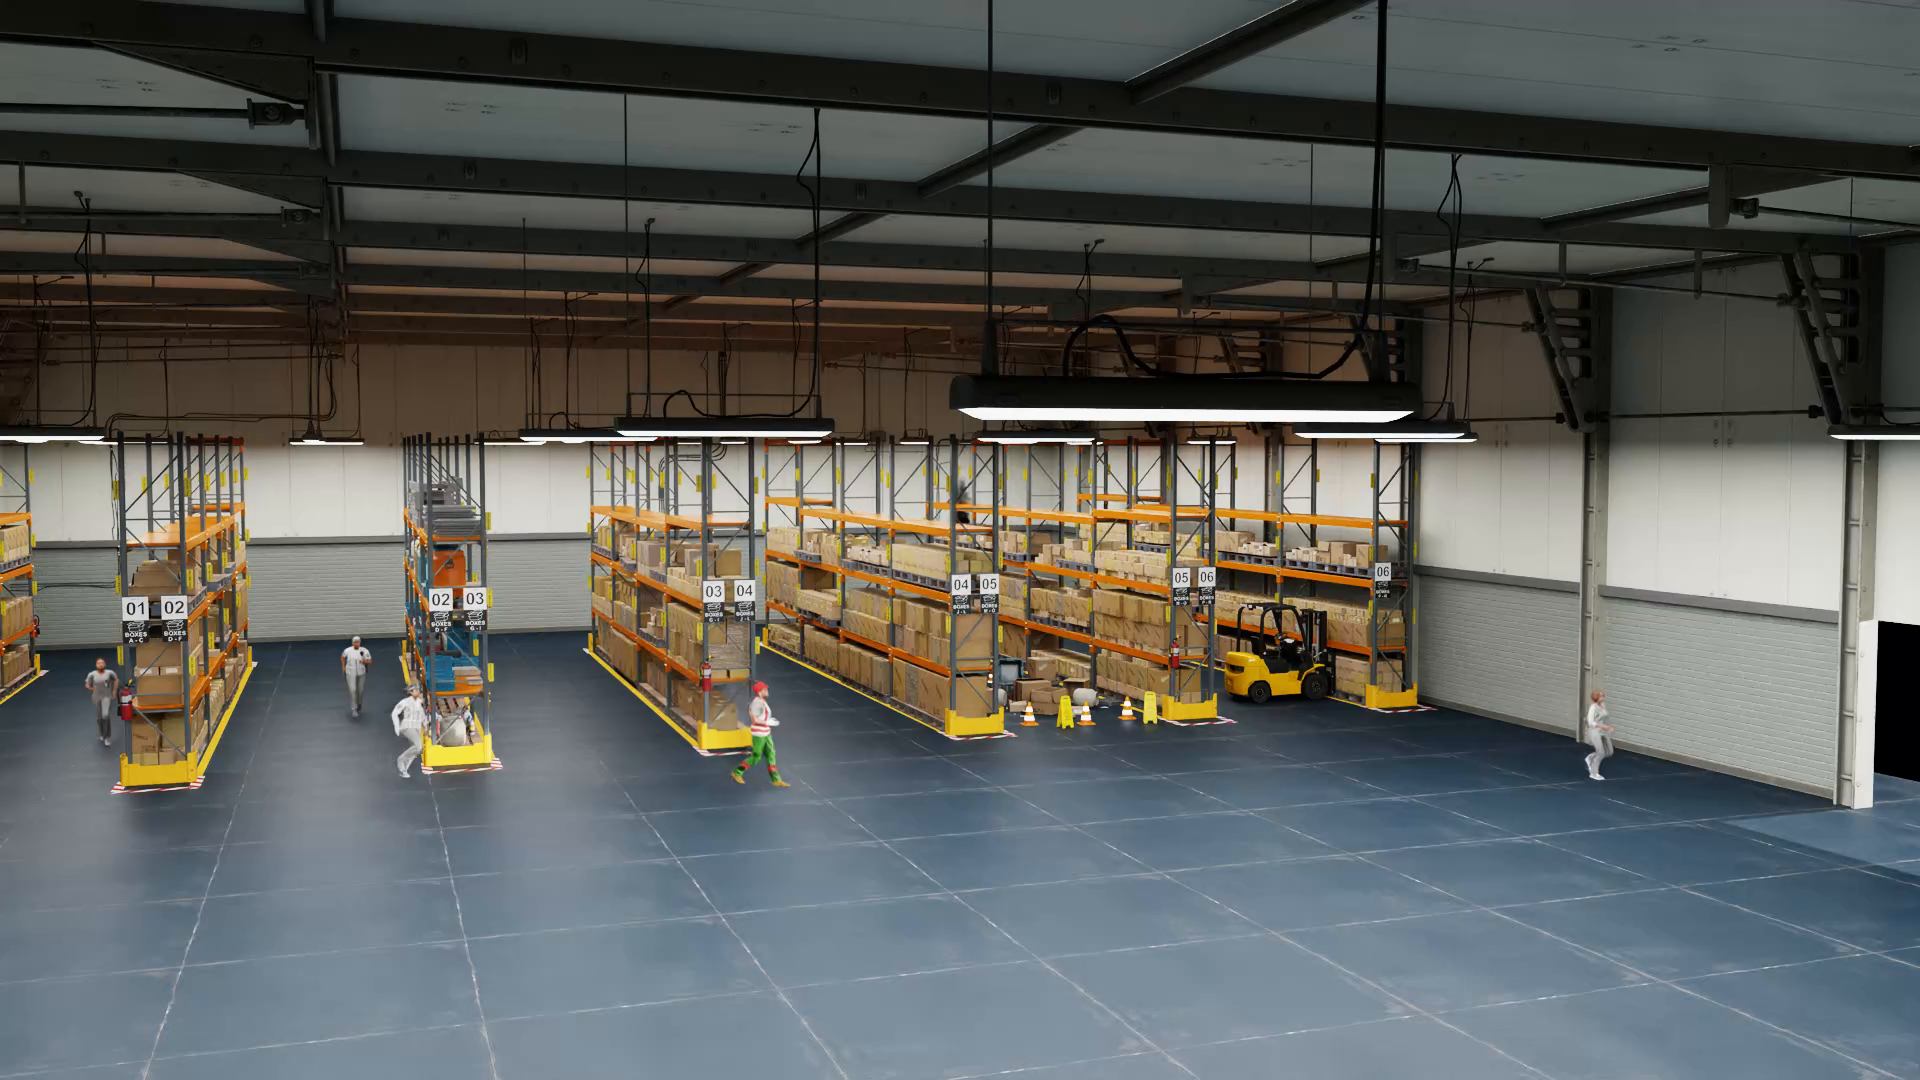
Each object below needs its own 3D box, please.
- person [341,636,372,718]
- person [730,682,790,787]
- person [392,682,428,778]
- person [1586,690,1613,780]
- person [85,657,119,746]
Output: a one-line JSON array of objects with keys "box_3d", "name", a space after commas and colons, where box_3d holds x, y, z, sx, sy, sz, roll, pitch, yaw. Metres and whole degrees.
[{"box_3d": [-12.930, 2.906, 35.649, 0.580, 1.711, 0.855, -2, 4, -26], "name": "person"}, {"box_3d": [-3.350, 3.265, 27.842, 1.008, 1.778, 0.648, 0, 3, 6], "name": "person"}, {"box_3d": [-9.502, 3.299, 28.995, 0.528, 1.622, 0.633, 2, 4, 28], "name": "person"}, {"box_3d": [11.003, 3.358, 28.640, 0.555, 1.554, 0.563, -2, 4, -36], "name": "person"}, {"box_3d": [-16.590, 3.118, 32.144, 0.550, 1.716, 0.742, -1, 3, -19], "name": "person"}]
